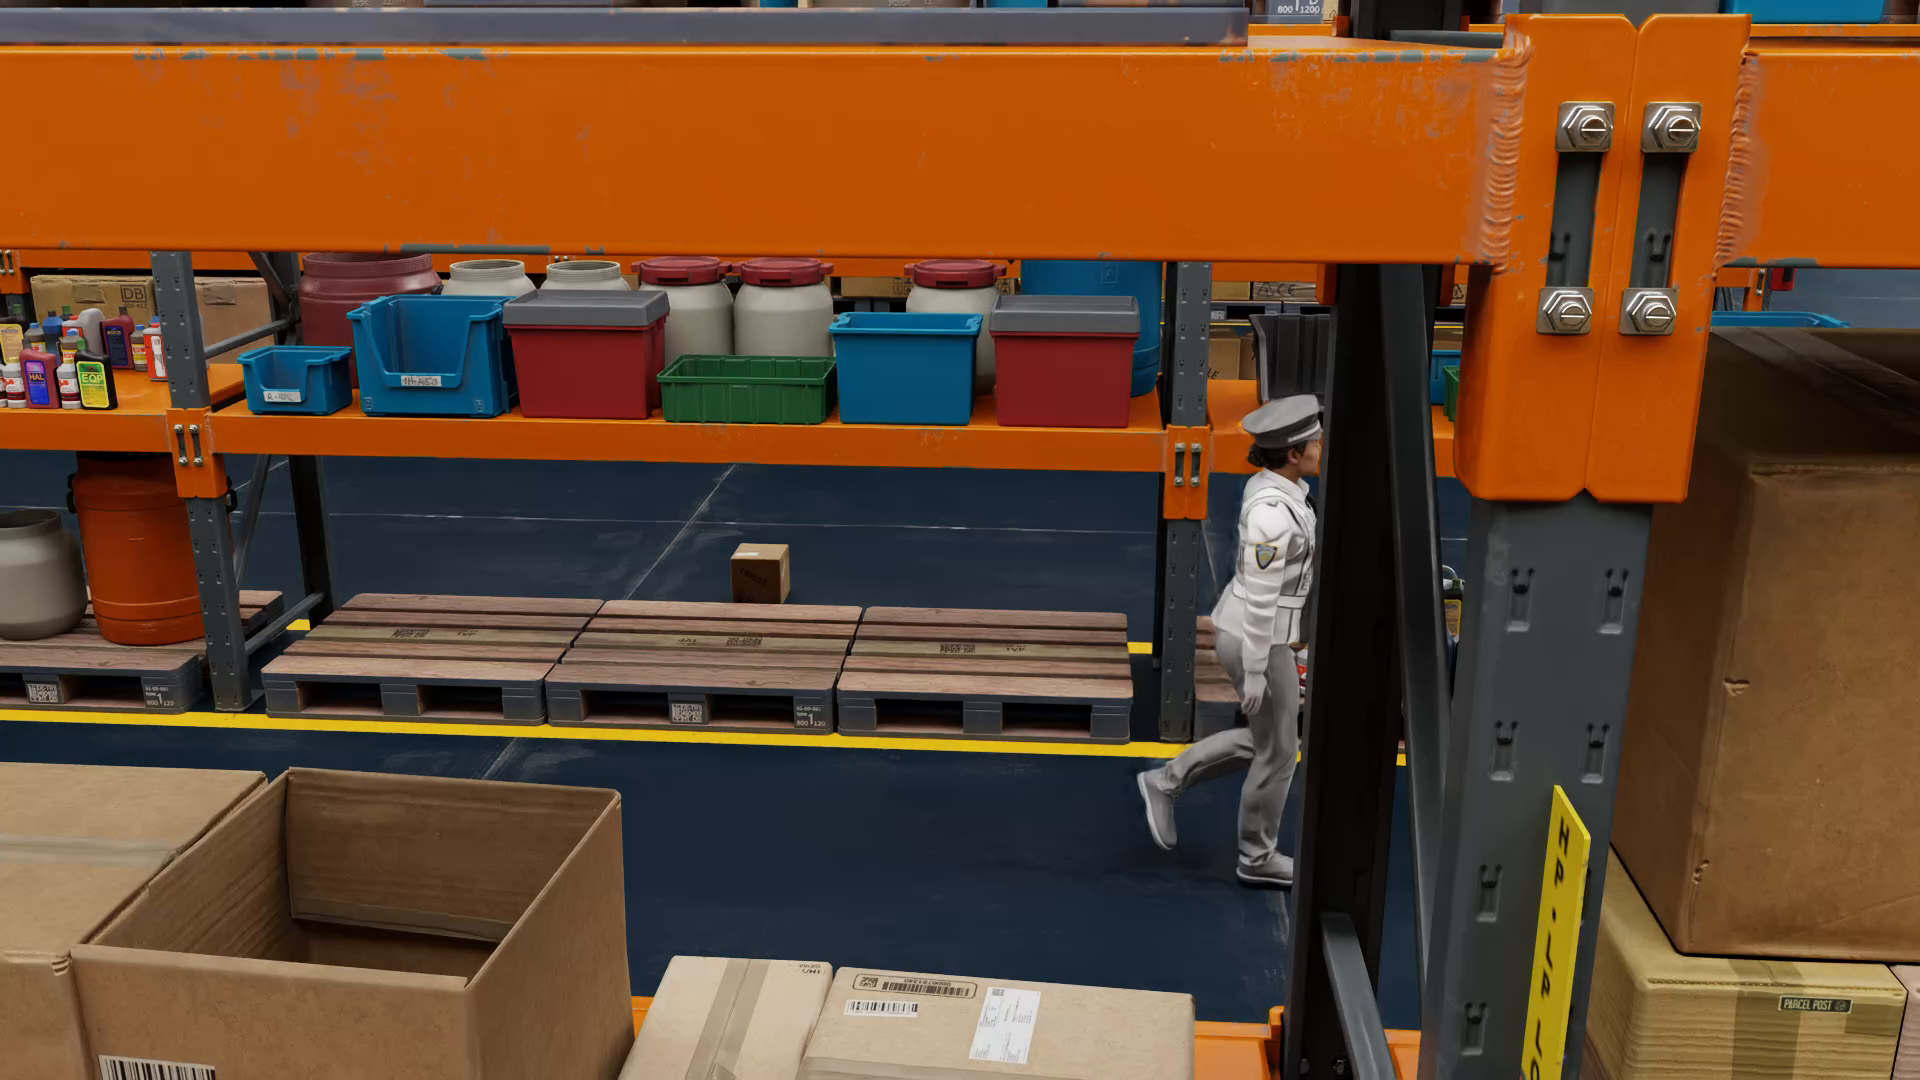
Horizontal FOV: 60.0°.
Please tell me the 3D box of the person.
[{"bbox_3d":[0.944,0.322,5.537,0.607,1.660,0.519,3,18,9],"label":"person"}]
